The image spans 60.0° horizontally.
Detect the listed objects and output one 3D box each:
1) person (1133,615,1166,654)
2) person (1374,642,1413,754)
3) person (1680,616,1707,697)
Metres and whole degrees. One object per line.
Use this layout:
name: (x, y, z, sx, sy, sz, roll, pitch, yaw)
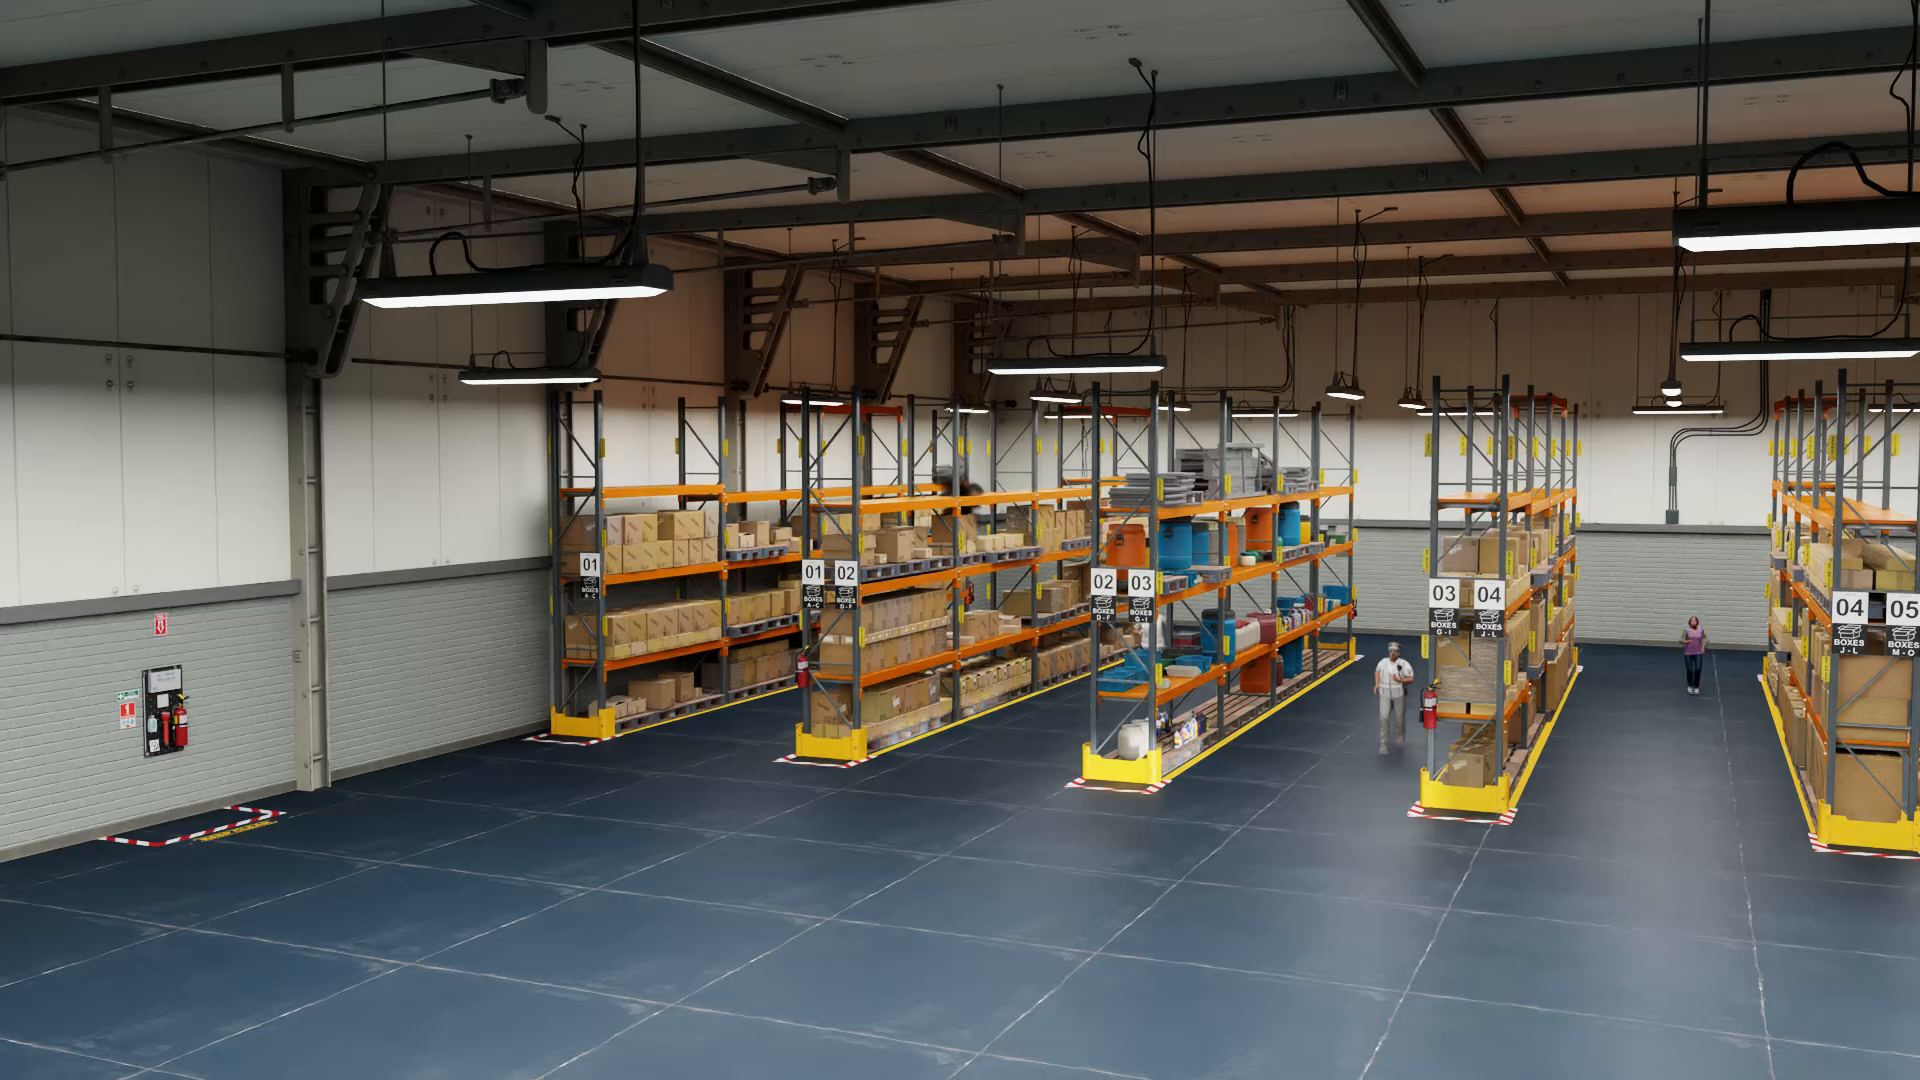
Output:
person: (3.654, 2.087, 31.720, 0.713, 1.860, 0.787, 1, 3, 20)
person: (7.157, 2.581, 27.477, 0.656, 1.788, 0.954, 1, 3, 23)
person: (14.833, 2.348, 33.619, 0.514, 1.631, 0.653, 1, 3, 21)
